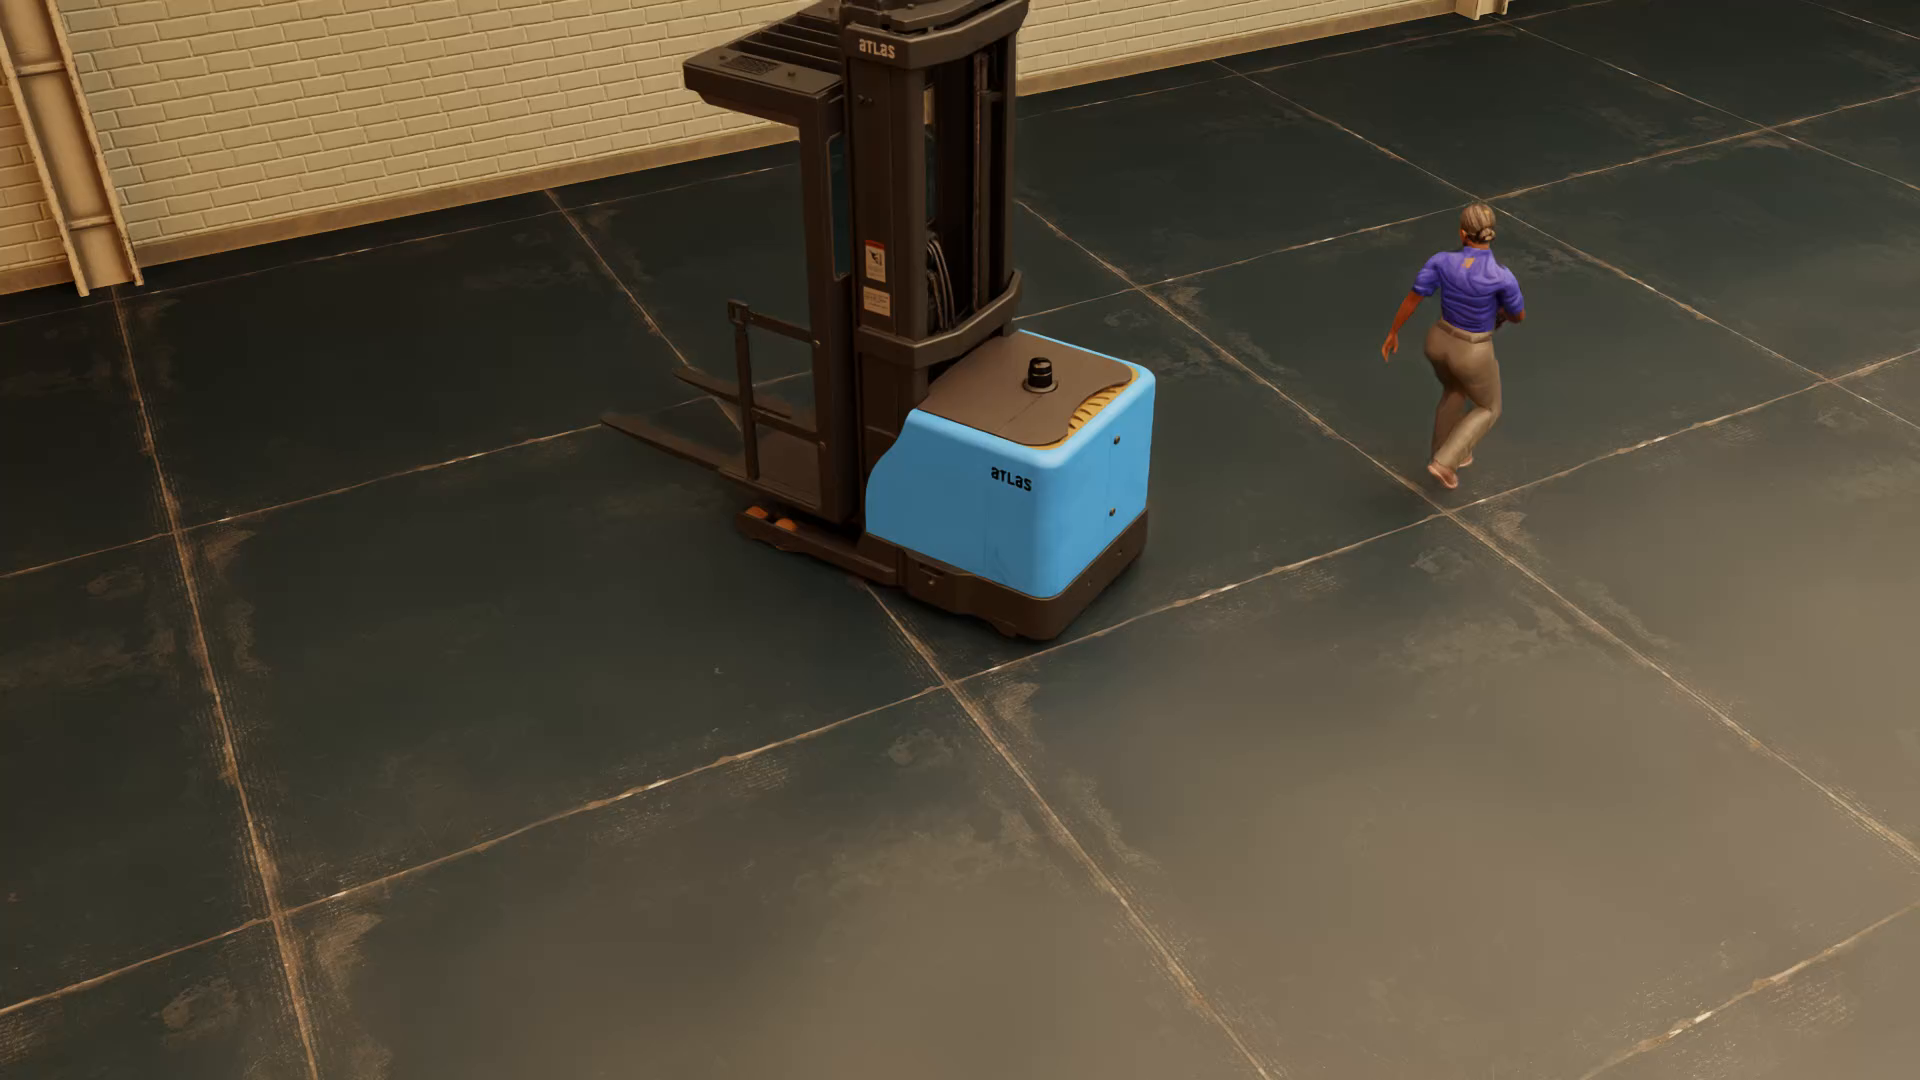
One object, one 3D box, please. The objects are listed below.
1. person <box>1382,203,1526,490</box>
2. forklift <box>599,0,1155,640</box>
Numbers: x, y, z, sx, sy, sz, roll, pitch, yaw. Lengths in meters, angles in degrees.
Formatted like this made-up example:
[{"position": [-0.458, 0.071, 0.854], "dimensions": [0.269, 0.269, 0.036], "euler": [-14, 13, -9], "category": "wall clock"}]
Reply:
[{"position": [2.617, -1.028, 8.741], "dimensions": [0.603, 1.603, 0.600], "euler": [-26, 43, -32], "category": "person"}, {"position": [-0.561, -1.373, 8.066], "dimensions": [3.031, 2.935, 1.130], "euler": [21, 40, 27], "category": "forklift"}]
